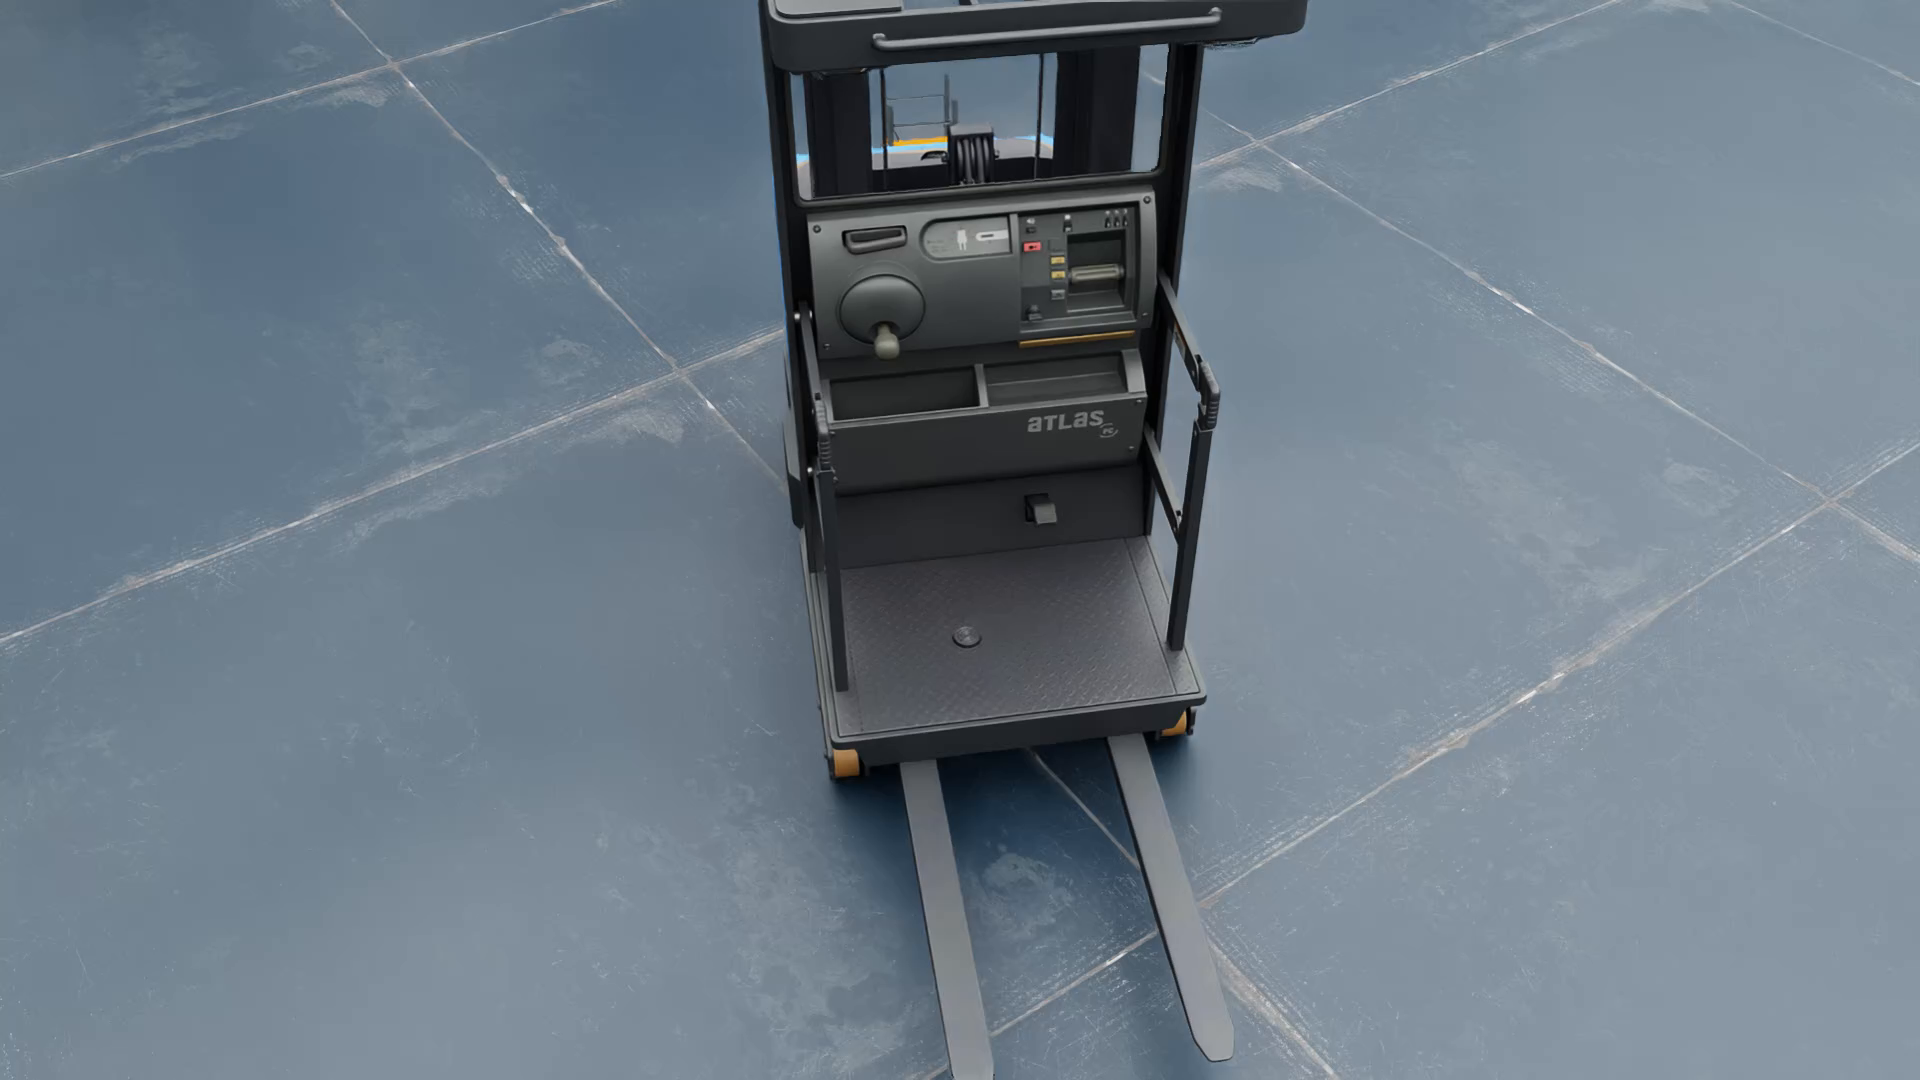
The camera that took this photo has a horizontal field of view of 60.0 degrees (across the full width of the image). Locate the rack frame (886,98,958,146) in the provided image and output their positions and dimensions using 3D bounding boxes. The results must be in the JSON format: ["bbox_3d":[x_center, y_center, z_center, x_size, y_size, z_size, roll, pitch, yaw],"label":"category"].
[{"bbox_3d":[-0.126,-1.031,5.961,0.240,1.200,0.006,-6,44,-7],"label":"rack frame"}]

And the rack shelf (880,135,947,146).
[{"bbox_3d":[-0.141,-1.322,5.809,0.258,0.103,0.180,-6,44,-7],"label":"rack shelf"}]

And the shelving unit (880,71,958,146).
[{"bbox_3d":[-0.141,-1.093,6.026,0.258,1.200,0.189,-6,44,-7],"label":"shelving unit"}]

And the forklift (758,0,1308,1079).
[{"bbox_3d":[0.103,-0.619,4.276,1.130,2.935,3.031,-6,44,-7],"label":"forklift"}]

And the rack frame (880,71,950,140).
[{"bbox_3d":[-0.155,-1.156,6.092,0.240,1.200,0.006,-6,44,-7],"label":"rack frame"}]
